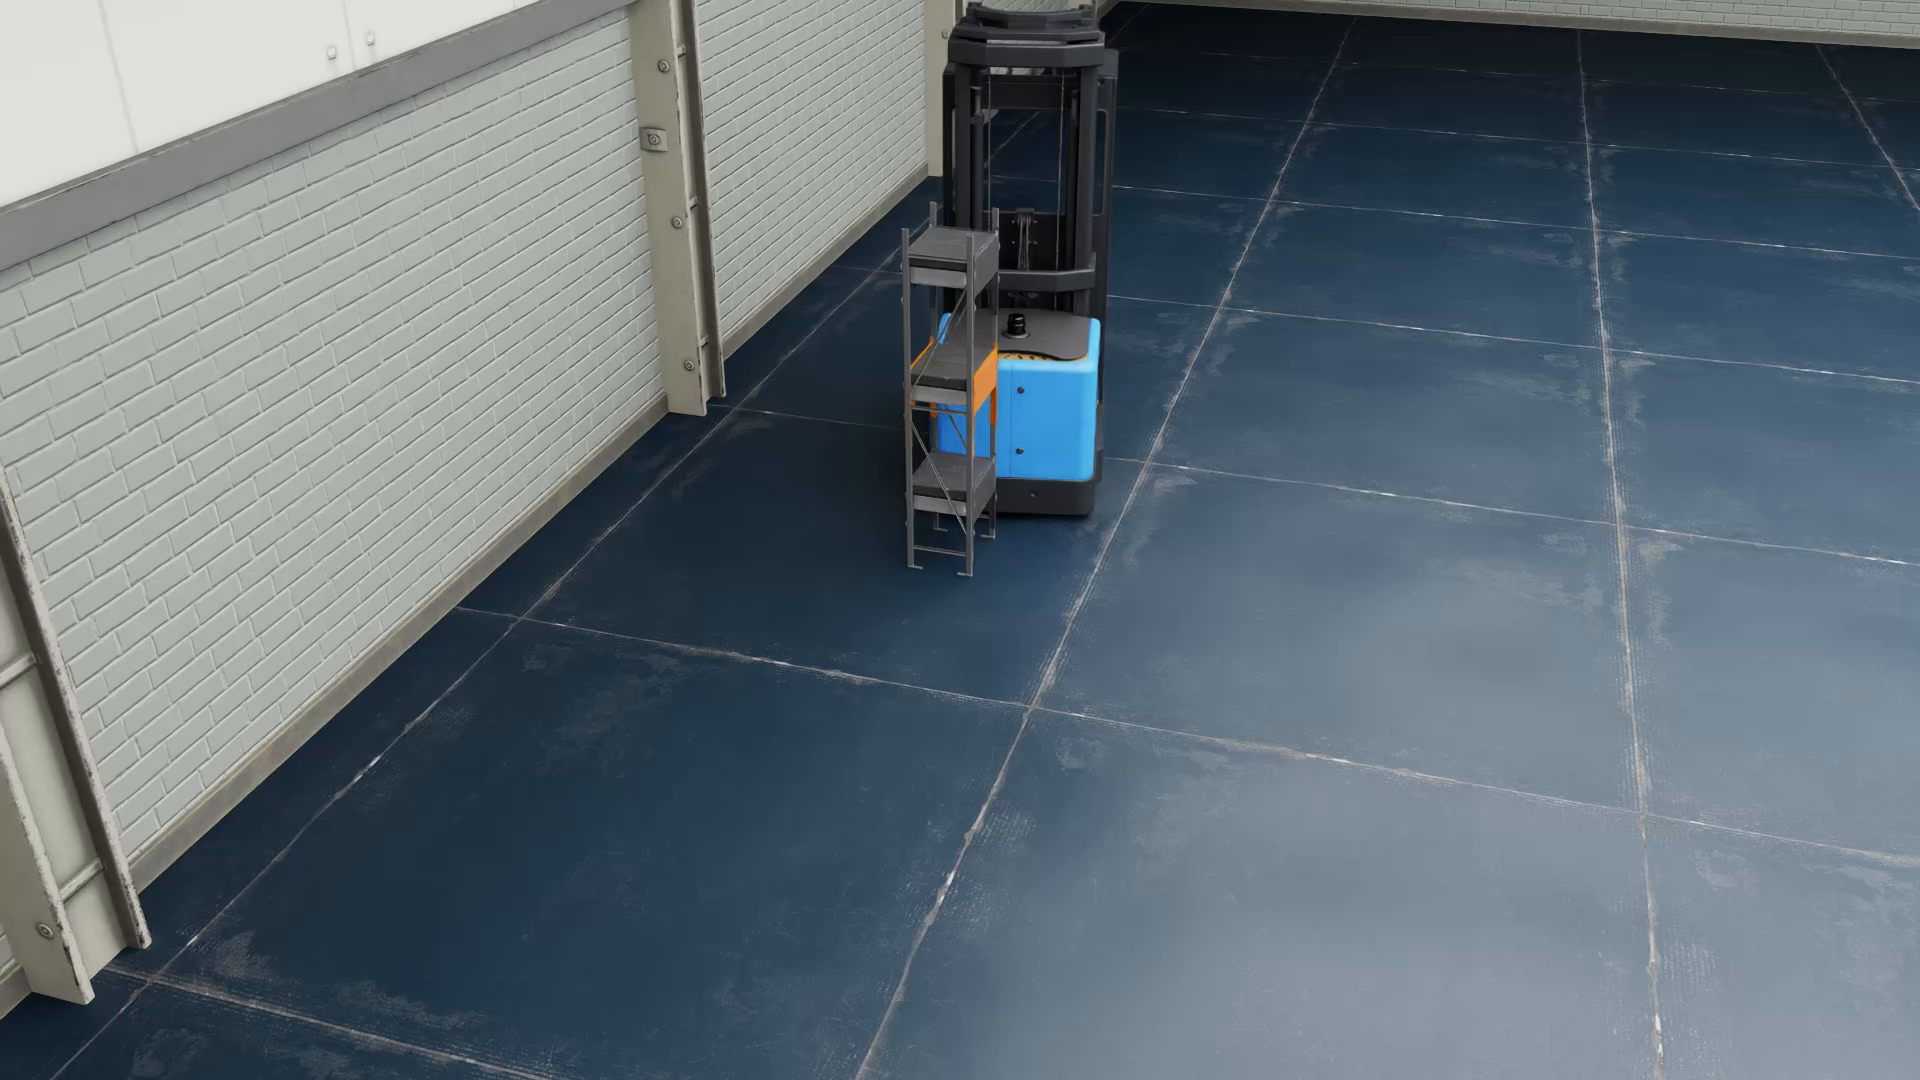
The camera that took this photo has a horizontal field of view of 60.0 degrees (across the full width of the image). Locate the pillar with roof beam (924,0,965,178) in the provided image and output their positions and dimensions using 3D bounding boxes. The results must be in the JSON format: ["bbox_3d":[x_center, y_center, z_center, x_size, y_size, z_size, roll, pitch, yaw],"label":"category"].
[{"bbox_3d":[3.963,-7.101,13.758,9.100,9.000,0.400,8,30,15],"label":"pillar with roof beam"}]

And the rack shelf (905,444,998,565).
[{"bbox_3d":[-0.049,-0.217,9.948,0.431,0.518,0.480,8,30,15],"label":"rack shelf"}]

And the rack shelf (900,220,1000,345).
[{"bbox_3d":[-0.049,-1.440,9.268,0.431,0.518,0.480,8,30,15],"label":"rack shelf"}]

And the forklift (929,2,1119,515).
[{"bbox_3d":[0.459,-2.123,11.052,1.130,2.935,3.031,3,29,5],"label":"forklift"}]

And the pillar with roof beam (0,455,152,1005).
[{"bbox_3d":[0.440,-1.524,3.733,9.100,9.000,0.400,8,30,15],"label":"pillar with roof beam"}]

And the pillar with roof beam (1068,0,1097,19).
[{"bbox_3d":[5.724,-9.889,18.770,9.100,9.000,0.400,8,30,15],"label":"pillar with roof beam"}]

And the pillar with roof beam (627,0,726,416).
[{"bbox_3d":[2.201,-4.313,8.746,9.100,9.000,0.400,8,30,15],"label":"pillar with roof beam"}]

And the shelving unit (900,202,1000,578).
[{"bbox_3d":[-0.049,-0.841,9.601,0.431,2.100,0.503,8,30,15],"label":"shelving unit"}]

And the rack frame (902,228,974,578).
[{"bbox_3d":[-0.120,-0.727,9.397,0.400,2.100,0.015,8,30,15],"label":"rack frame"}]

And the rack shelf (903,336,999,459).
[{"bbox_3d":[-0.049,-0.829,9.608,0.431,0.518,0.480,8,30,15],"label":"rack shelf"}]

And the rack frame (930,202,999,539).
[{"bbox_3d":[0.023,-0.954,9.805,0.400,2.100,0.015,8,30,15],"label":"rack frame"}]
